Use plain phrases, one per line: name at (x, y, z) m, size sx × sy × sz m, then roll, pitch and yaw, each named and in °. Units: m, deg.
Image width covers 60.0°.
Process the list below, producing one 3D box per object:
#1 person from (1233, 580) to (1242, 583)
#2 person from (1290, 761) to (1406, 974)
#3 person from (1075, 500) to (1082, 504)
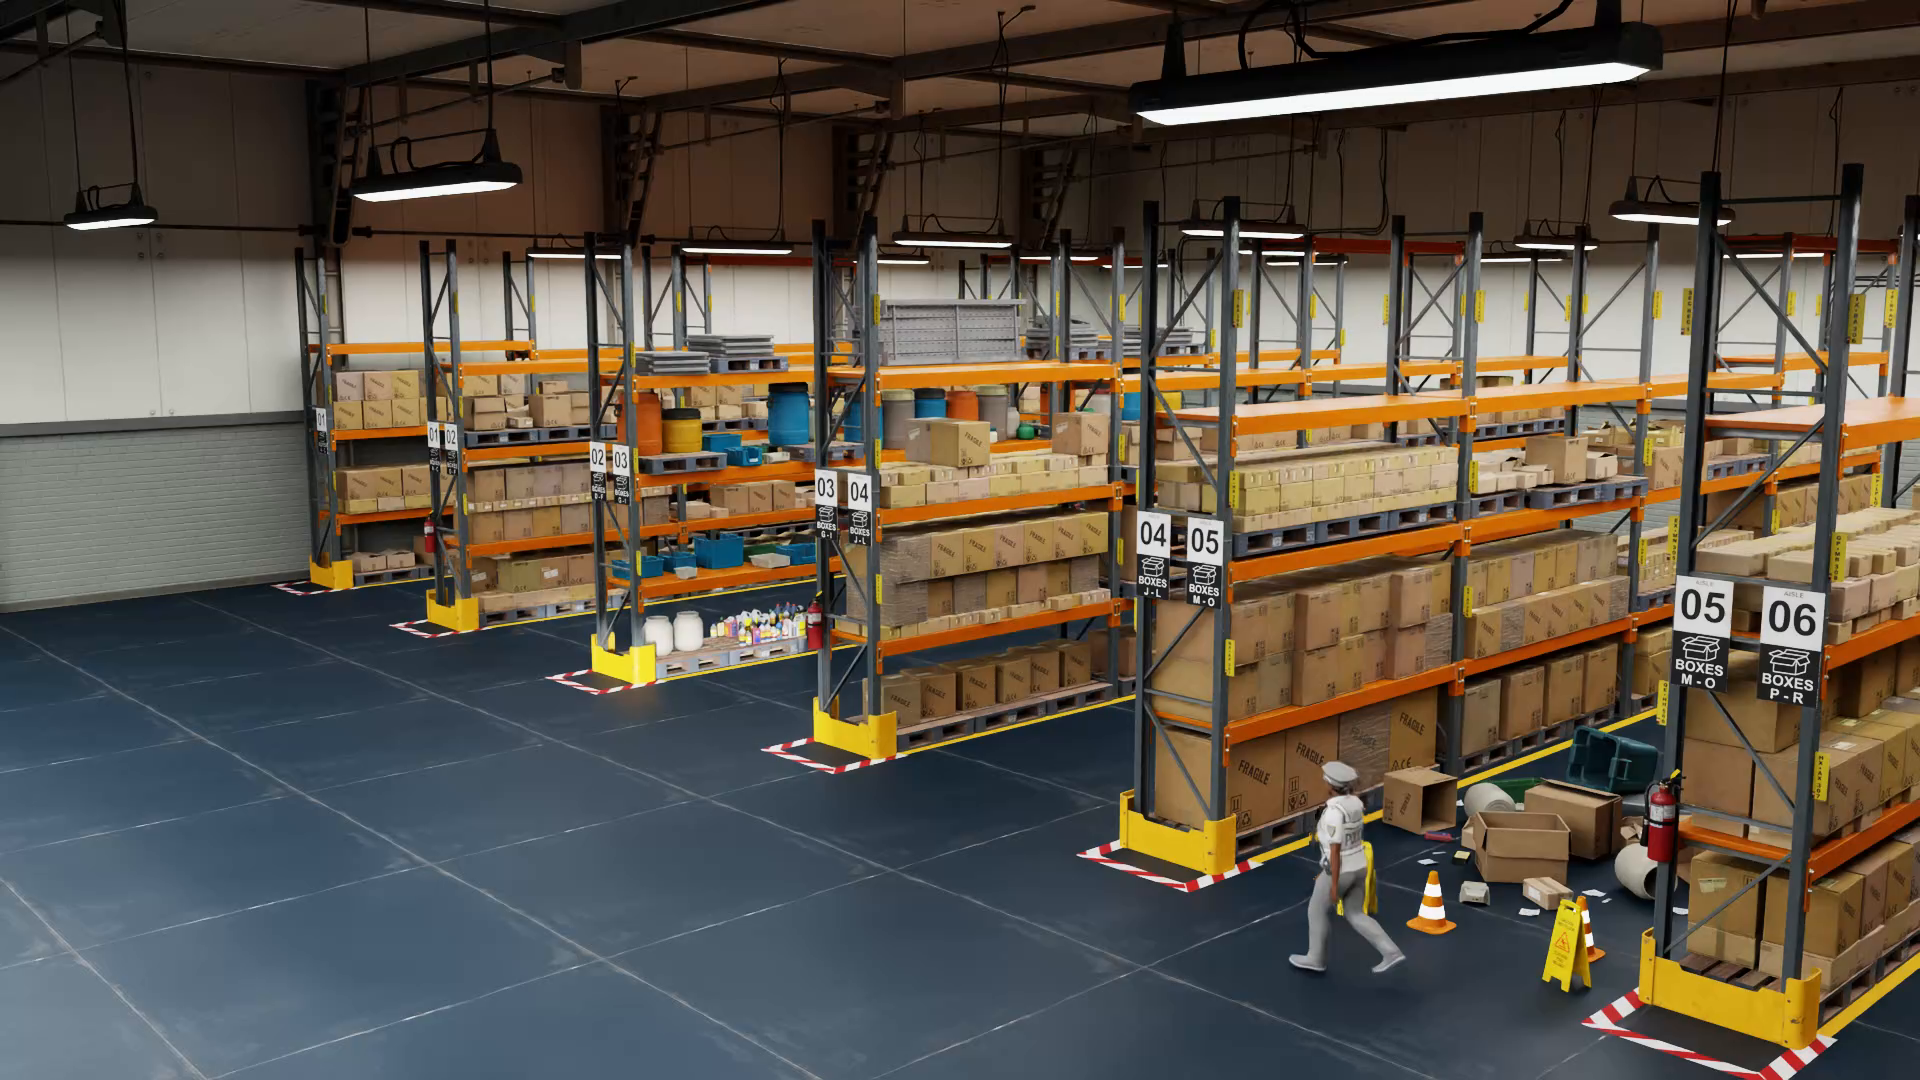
person at (3.460, 1.306, 20.873) m, size 0.527 × 1.679 × 0.676 m, roll 8°, pitch 12°, yaw 43°
person at (2.954, 2.508, 12.595) m, size 0.891 × 1.643 × 0.468 m, roll 7°, pitch 11°, yaw 40°
person at (2.750, -1.457, 39.362) m, size 0.971 × 1.660 × 0.507 m, roll 5°, pitch 10°, yaw 30°
